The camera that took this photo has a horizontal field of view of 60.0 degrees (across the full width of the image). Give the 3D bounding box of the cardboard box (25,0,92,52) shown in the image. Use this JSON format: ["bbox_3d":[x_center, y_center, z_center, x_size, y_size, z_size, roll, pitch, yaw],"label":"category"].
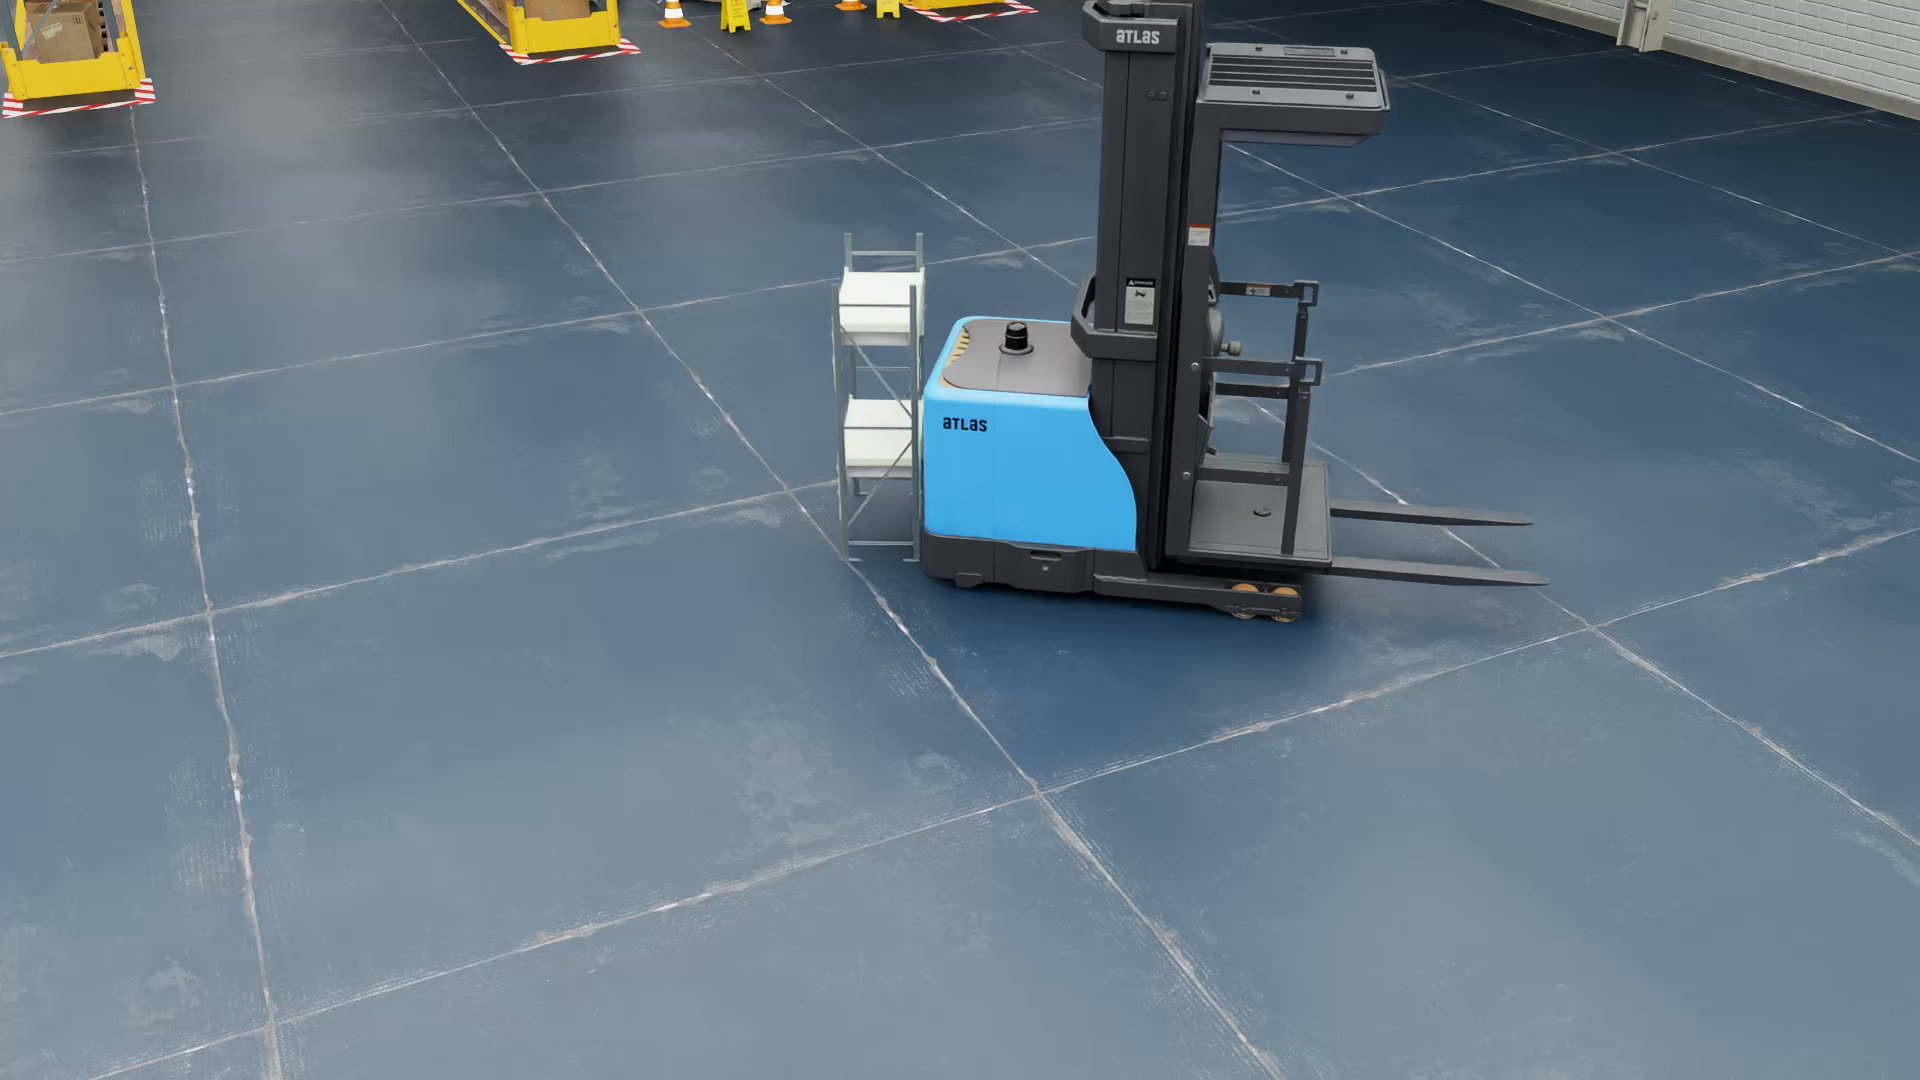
[{"bbox_3d":[-9.475,-5.478,17.578,0.500,0.500,0.500,-5,30,-9],"label":"cardboard box"}]

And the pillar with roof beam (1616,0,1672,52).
[{"bbox_3d":[3.700,-8.533,14.766,9.100,9.000,0.400,-13,32,-22],"label":"pillar with roof beam"}]

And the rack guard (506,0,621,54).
[{"bbox_3d":[-4.401,-5.745,18.484,1.175,0.500,0.348,-13,32,-22],"label":"rack guard"}]

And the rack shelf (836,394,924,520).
[{"bbox_3d":[-0.397,-0.442,8.671,0.431,0.370,0.720,1,29,1],"label":"rack shelf"}]

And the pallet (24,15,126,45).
[{"bbox_3d":[-9.803,-5.571,18.468,1.003,0.211,1.213,-13,32,-22],"label":"pallet"}]

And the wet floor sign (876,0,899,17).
[{"bbox_3d":[-0.869,-6.594,19.850,0.267,0.644,0.232,-3,29,-5],"label":"wet floor sign"}]

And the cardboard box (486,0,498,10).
[{"bbox_3d":[-5.141,-6.776,19.510,0.875,0.875,0.875,-14,32,-23],"label":"cardboard box"}]

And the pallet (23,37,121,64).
[{"bbox_3d":[-9.284,-5.032,17.509,1.003,0.211,1.213,-13,32,-22],"label":"pallet"}]

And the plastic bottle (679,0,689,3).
[{"bbox_3d":[-3.517,-6.765,20.752,0.283,0.061,0.133,26,38,38],"label":"plastic bottle"}]

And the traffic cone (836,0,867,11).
[{"bbox_3d":[-1.333,-6.742,20.300,0.336,0.463,0.334,-13,32,-22],"label":"traffic cone"}]

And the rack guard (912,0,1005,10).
[{"bbox_3d":[-0.016,-6.873,20.496,1.175,0.500,0.348,-13,32,-22],"label":"rack guard"}]

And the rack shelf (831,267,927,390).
[{"bbox_3d":[-0.397,-1.067,8.321,0.431,0.370,0.720,1,29,1],"label":"rack shelf"}]

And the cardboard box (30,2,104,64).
[{"bbox_3d":[-9.187,-5.221,17.120,0.500,0.500,0.500,-7,30,-13],"label":"cardboard box"}]

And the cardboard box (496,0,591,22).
[{"bbox_3d":[-4.762,-6.388,18.818,0.875,0.875,0.875,-13,32,-22],"label":"cardboard box"}]

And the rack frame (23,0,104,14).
[{"bbox_3d":[-10.651,-7.616,19.265,1.000,3.000,0.127,-13,32,-22],"label":"rack frame"}]

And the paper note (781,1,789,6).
[{"bbox_3d":[-2.187,-6.634,20.550,0.142,0.019,0.148,26,38,38],"label":"paper note"}]

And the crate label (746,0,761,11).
[{"bbox_3d":[-2.583,-6.551,20.293,0.298,0.136,0.250,19,34,30],"label":"crate label"}]

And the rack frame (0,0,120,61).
[{"bbox_3d":[-8.934,-5.849,16.114,1.000,3.000,0.127,-13,32,-22],"label":"rack frame"}]

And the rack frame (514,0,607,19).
[{"bbox_3d":[-4.411,-6.846,17.891,1.000,3.000,0.127,-13,32,-22],"label":"rack frame"}]

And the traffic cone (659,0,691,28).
[{"bbox_3d":[-3.357,-6.272,19.462,0.336,0.463,0.334,-13,32,-22],"label":"traffic cone"}]

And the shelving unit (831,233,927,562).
[{"bbox_3d":[-0.397,-0.726,8.511,0.431,1.500,0.755,1,29,1],"label":"shelving unit"}]

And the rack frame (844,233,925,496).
[{"bbox_3d":[-0.388,-0.905,8.831,0.400,1.500,0.023,1,29,1],"label":"rack frame"}]

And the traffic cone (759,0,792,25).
[{"bbox_3d":[-2.190,-6.359,19.617,0.336,0.463,0.334,-13,32,-22],"label":"traffic cone"}]

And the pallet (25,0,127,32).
[{"bbox_3d":[-10.331,-6.110,19.431,1.003,0.211,1.213,-13,32,-22],"label":"pallet"}]

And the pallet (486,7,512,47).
[{"bbox_3d":[-4.825,-5.966,19.174,1.003,0.211,1.213,-13,32,-22],"label":"pallet"}]

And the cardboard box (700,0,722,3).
[{"bbox_3d":[-3.024,-7.085,20.871,0.637,0.503,0.797,13,32,21],"label":"cardboard box"}]

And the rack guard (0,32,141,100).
[{"bbox_3d":[-8.967,-4.792,16.785,1.175,0.500,0.348,-13,32,-22],"label":"rack guard"}]

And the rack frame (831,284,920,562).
[{"bbox_3d":[-0.405,-0.547,8.192,0.400,1.500,0.023,1,29,1],"label":"rack frame"}]

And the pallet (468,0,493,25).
[{"bbox_3d":[-5.345,-6.504,20.134,1.003,0.211,1.213,-13,32,-22],"label":"pallet"}]

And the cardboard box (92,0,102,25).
[{"bbox_3d":[-9.925,-6.014,18.535,0.500,0.500,0.500,-16,33,-26],"label":"cardboard box"}]

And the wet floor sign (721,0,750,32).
[{"bbox_3d":[-2.610,-6.222,19.186,0.267,0.644,0.232,-19,35,-30],"label":"wet floor sign"}]

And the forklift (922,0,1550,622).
[{"bbox_3d":[1.377,-1.163,7.827,3.031,2.935,1.130,5,30,8],"label":"forklift"}]

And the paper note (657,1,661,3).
[{"bbox_3d":[-3.738,-6.695,20.679,0.032,0.001,0.123,2,29,4],"label":"paper note"}]

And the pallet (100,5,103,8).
[{"bbox_3d":[-10.987,-6.743,20.559,1.003,0.211,1.213,-13,32,-22],"label":"pallet"}]

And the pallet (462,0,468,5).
[{"bbox_3d":[-5.872,-7.044,21.096,1.003,0.211,1.213,-13,32,-22],"label":"pallet"}]
